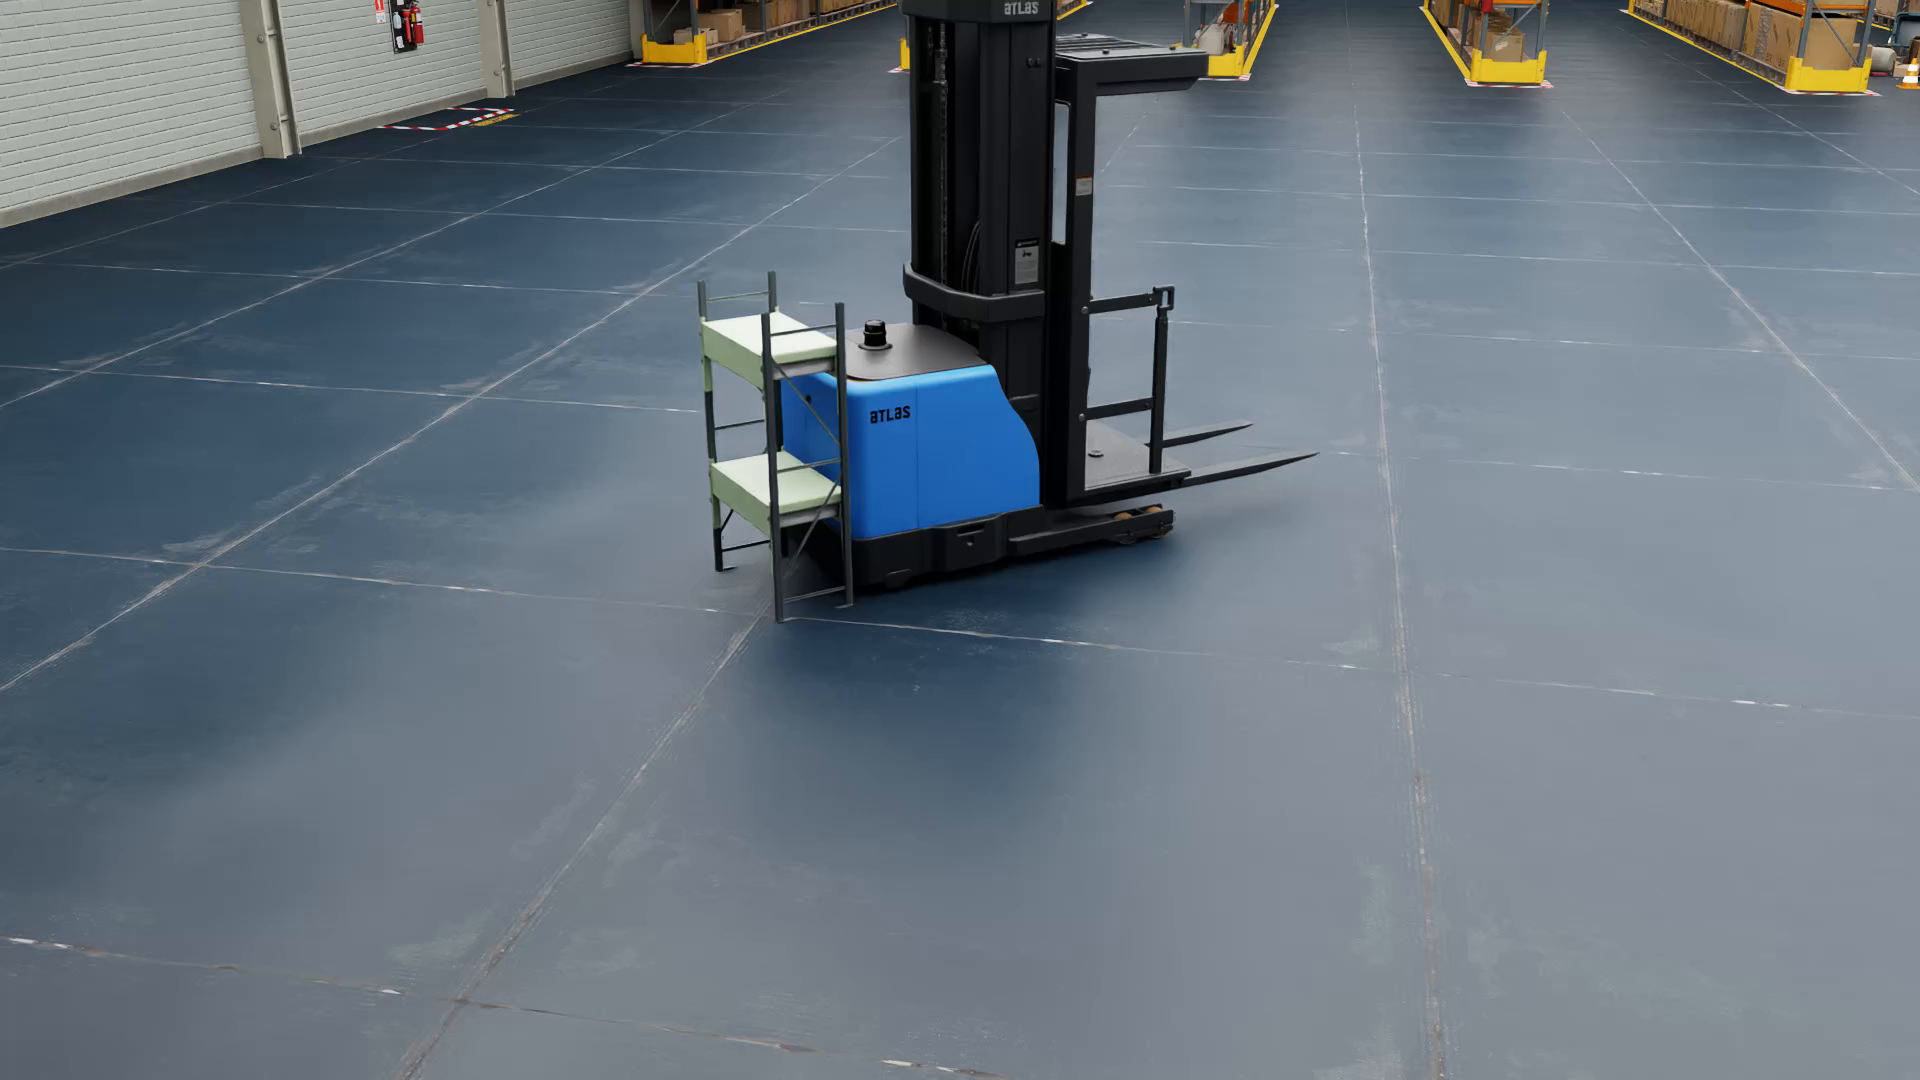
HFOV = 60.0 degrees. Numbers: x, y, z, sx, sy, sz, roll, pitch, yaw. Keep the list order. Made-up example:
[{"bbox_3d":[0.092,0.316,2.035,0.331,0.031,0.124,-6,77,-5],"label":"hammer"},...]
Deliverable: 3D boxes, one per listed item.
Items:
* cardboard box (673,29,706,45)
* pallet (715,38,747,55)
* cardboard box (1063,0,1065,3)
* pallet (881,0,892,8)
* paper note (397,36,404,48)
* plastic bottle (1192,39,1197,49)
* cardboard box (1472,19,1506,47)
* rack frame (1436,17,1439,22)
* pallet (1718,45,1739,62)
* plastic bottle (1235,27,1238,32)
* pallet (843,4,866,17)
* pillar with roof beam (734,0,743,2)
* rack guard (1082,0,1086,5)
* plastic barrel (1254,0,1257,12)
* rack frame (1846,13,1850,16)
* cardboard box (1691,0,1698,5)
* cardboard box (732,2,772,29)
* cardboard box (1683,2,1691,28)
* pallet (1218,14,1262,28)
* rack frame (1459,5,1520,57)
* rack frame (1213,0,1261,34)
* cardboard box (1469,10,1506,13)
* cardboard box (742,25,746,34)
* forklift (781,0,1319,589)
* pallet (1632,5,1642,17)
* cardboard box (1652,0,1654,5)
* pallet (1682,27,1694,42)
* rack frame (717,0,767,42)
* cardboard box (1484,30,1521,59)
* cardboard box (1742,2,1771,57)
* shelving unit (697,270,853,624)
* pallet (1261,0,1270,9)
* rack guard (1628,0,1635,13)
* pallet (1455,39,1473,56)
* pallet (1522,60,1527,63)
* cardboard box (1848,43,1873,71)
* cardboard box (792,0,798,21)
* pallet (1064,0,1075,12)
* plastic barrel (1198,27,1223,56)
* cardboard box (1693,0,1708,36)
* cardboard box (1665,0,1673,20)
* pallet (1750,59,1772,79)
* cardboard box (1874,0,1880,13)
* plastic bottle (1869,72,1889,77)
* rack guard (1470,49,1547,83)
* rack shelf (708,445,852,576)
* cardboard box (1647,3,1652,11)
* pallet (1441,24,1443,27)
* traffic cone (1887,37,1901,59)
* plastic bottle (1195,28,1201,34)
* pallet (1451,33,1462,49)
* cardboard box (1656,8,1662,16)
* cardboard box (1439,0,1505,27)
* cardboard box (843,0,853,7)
[{"bbox_3d":[-5.093,-9.468,31.359,0.500,0.311,0.500,2,22,5],"label":"cardboard box"},{"bbox_3d":[-4.855,-9.739,32.753,1.003,0.211,1.213,4,22,11],"label":"pallet"},{"bbox_3d":[2.441,-13.622,41.865,0.380,0.166,0.250,4,22,11],"label":"cardboard box"},{"bbox_3d":[-2.395,-14.080,43.532,1.003,0.211,1.213,4,22,11],"label":"pallet"},{"bbox_3d":[-7.896,-7.024,23.458,0.016,0.148,0.142,4,22,11],"label":"paper note"},{"bbox_3d":[4.322,-9.121,30.643,0.097,0.201,0.097,0,22,0],"label":"plastic bottle"},{"bbox_3d":[9.920,-9.488,31.180,0.500,0.500,0.500,4,22,9],"label":"cardboard box"},{"bbox_3d":[11.674,-13.521,38.411,1.000,3.000,0.127,4,22,11],"label":"rack frame"},{"bbox_3d":[14.960,-9.175,31.352,1.003,0.211,1.213,4,22,11],"label":"pallet"},{"bbox_3d":[5.238,-9.503,31.390,0.144,0.351,0.185,4,22,11],"label":"plastic bottle"},{"bbox_3d":[-2.957,-13.073,41.030,1.003,0.211,1.213,4,22,11],"label":"pallet"},{"bbox_3d":[-0.588,-15.236,34.639,9.100,9.000,0.400,4,22,11],"label":"pillar with roof beam"},{"bbox_3d":[2.777,-14.553,44.320,1.175,0.500,0.348,4,22,11],"label":"rack guard"},{"bbox_3d":[6.697,-12.923,39.172,0.600,0.901,0.708,4,22,11],"label":"plastic barrel"},{"bbox_3d":[22.191,-14.229,40.168,1.000,3.000,0.127,4,22,11],"label":"rack frame"},{"bbox_3d":[15.575,-11.297,34.668,0.500,0.250,0.500,4,22,10],"label":"cardboard box"},{"bbox_3d":[-4.372,-11.043,35.016,0.700,0.500,0.500,5,23,13],"label":"cardboard box"},{"bbox_3d":[15.680,-11.129,35.255,0.500,0.500,0.500,5,23,13],"label":"cardboard box"},{"bbox_3d":[6.380,-11.879,38.066,1.003,0.211,1.213,4,22,11],"label":"pallet"},{"bbox_3d":[10.041,-10.595,31.147,1.000,3.000,0.127,4,22,11],"label":"rack frame"},{"bbox_3d":[6.009,-12.436,35.717,1.000,3.000,0.127,4,22,11],"label":"rack frame"},{"bbox_3d":[10.417,-10.241,33.023,0.700,0.500,0.500,3,22,6],"label":"cardboard box"},{"bbox_3d":[-4.586,-10.420,33.915,0.380,0.166,0.250,2,22,4],"label":"cardboard box"},{"bbox_3d":[0.561,-1.495,8.643,3.031,2.935,1.130,-11,25,-26],"label":"forklift"},{"bbox_3d":[17.109,-12.953,40.734,1.003,0.211,1.213,4,22,11],"label":"pallet"},{"bbox_3d":[16.597,-12.731,39.304,0.380,0.149,0.250,3,22,8],"label":"cardboard box"},{"bbox_3d":[15.853,-10.636,34.979,1.003,0.211,1.213,4,22,11],"label":"pallet"},{"bbox_3d":[-4.506,-11.728,33.959,1.000,3.000,0.127,4,22,11],"label":"rack frame"},{"bbox_3d":[9.457,-8.616,29.016,0.500,0.500,0.500,11,24,25],"label":"cardboard box"},{"bbox_3d":[14.679,-9.165,29.877,0.875,0.875,0.875,5,22,12],"label":"cardboard box"},{"bbox_3d":[-0.884,-0.457,7.979,0.431,1.500,0.755,-13,25,-28],"label":"shelving unit"},{"bbox_3d":[7.435,-13.770,42.761,1.003,0.211,1.213,4,22,11],"label":"pallet"},{"bbox_3d":[17.309,-13.382,41.411,1.175,0.500,0.348,4,22,11],"label":"rack guard"},{"bbox_3d":[10.199,-9.587,32.375,1.003,0.211,1.213,4,22,11],"label":"pallet"},{"bbox_3d":[9.441,-8.161,28.835,1.003,0.211,1.213,4,22,11],"label":"pallet"},{"bbox_3d":[15.564,-8.376,28.979,0.500,0.500,0.500,8,23,20],"label":"cardboard box"},{"bbox_3d":[-4.005,-11.789,36.867,0.700,0.500,0.500,4,22,11],"label":"cardboard box"},{"bbox_3d":[2.364,-13.683,42.546,1.003,0.211,1.213,4,22,11],"label":"pallet"},{"bbox_3d":[4.436,-8.797,29.450,0.421,0.512,0.421,0,22,0],"label":"plastic barrel"},{"bbox_3d":[15.480,-10.579,33.554,1.050,0.750,0.750,4,22,10],"label":"cardboard box"},{"bbox_3d":[16.098,-11.891,37.149,0.500,0.500,0.500,5,23,13],"label":"cardboard box"},{"bbox_3d":[14.398,-8.167,28.850,1.003,0.211,1.213,4,22,11],"label":"pallet"},{"bbox_3d":[21.976,-12.651,39.117,0.875,0.438,0.875,5,22,12],"label":"cardboard box"},{"bbox_3d":[15.902,-8.050,28.761,0.283,0.061,0.133,-3,22,-8],"label":"plastic bottle"},{"bbox_3d":[9.240,-8.001,28.050,1.175,0.500,0.348,4,22,11],"label":"rack guard"},{"bbox_3d":[-0.883,-0.155,8.101,0.431,0.370,0.720,-13,25,-28],"label":"rack shelf"},{"bbox_3d":[16.602,-12.708,39.645,0.380,0.149,0.250,4,22,11],"label":"cardboard box"},{"bbox_3d":[11.590,-11.940,38.217,1.003,0.211,1.213,4,22,11],"label":"pallet"},{"bbox_3d":[17.705,-9.406,31.589,0.336,0.463,0.334,4,22,11],"label":"traffic cone"},{"bbox_3d":[4.458,-9.392,31.116,0.144,0.351,0.185,5,23,13],"label":"plastic bottle"},{"bbox_3d":[10.445,-10.034,33.486,1.003,0.211,1.213,4,22,11],"label":"pallet"},{"bbox_3d":[16.255,-12.148,38.256,0.380,0.149,0.250,5,22,12],"label":"cardboard box"},{"bbox_3d":[11.019,-11.518,35.720,1.225,0.875,0.875,3,22,8],"label":"cardboard box"},{"bbox_3d":[-3.058,-13.279,40.125,0.750,0.750,0.750,5,23,13],"label":"cardboard box"}]
